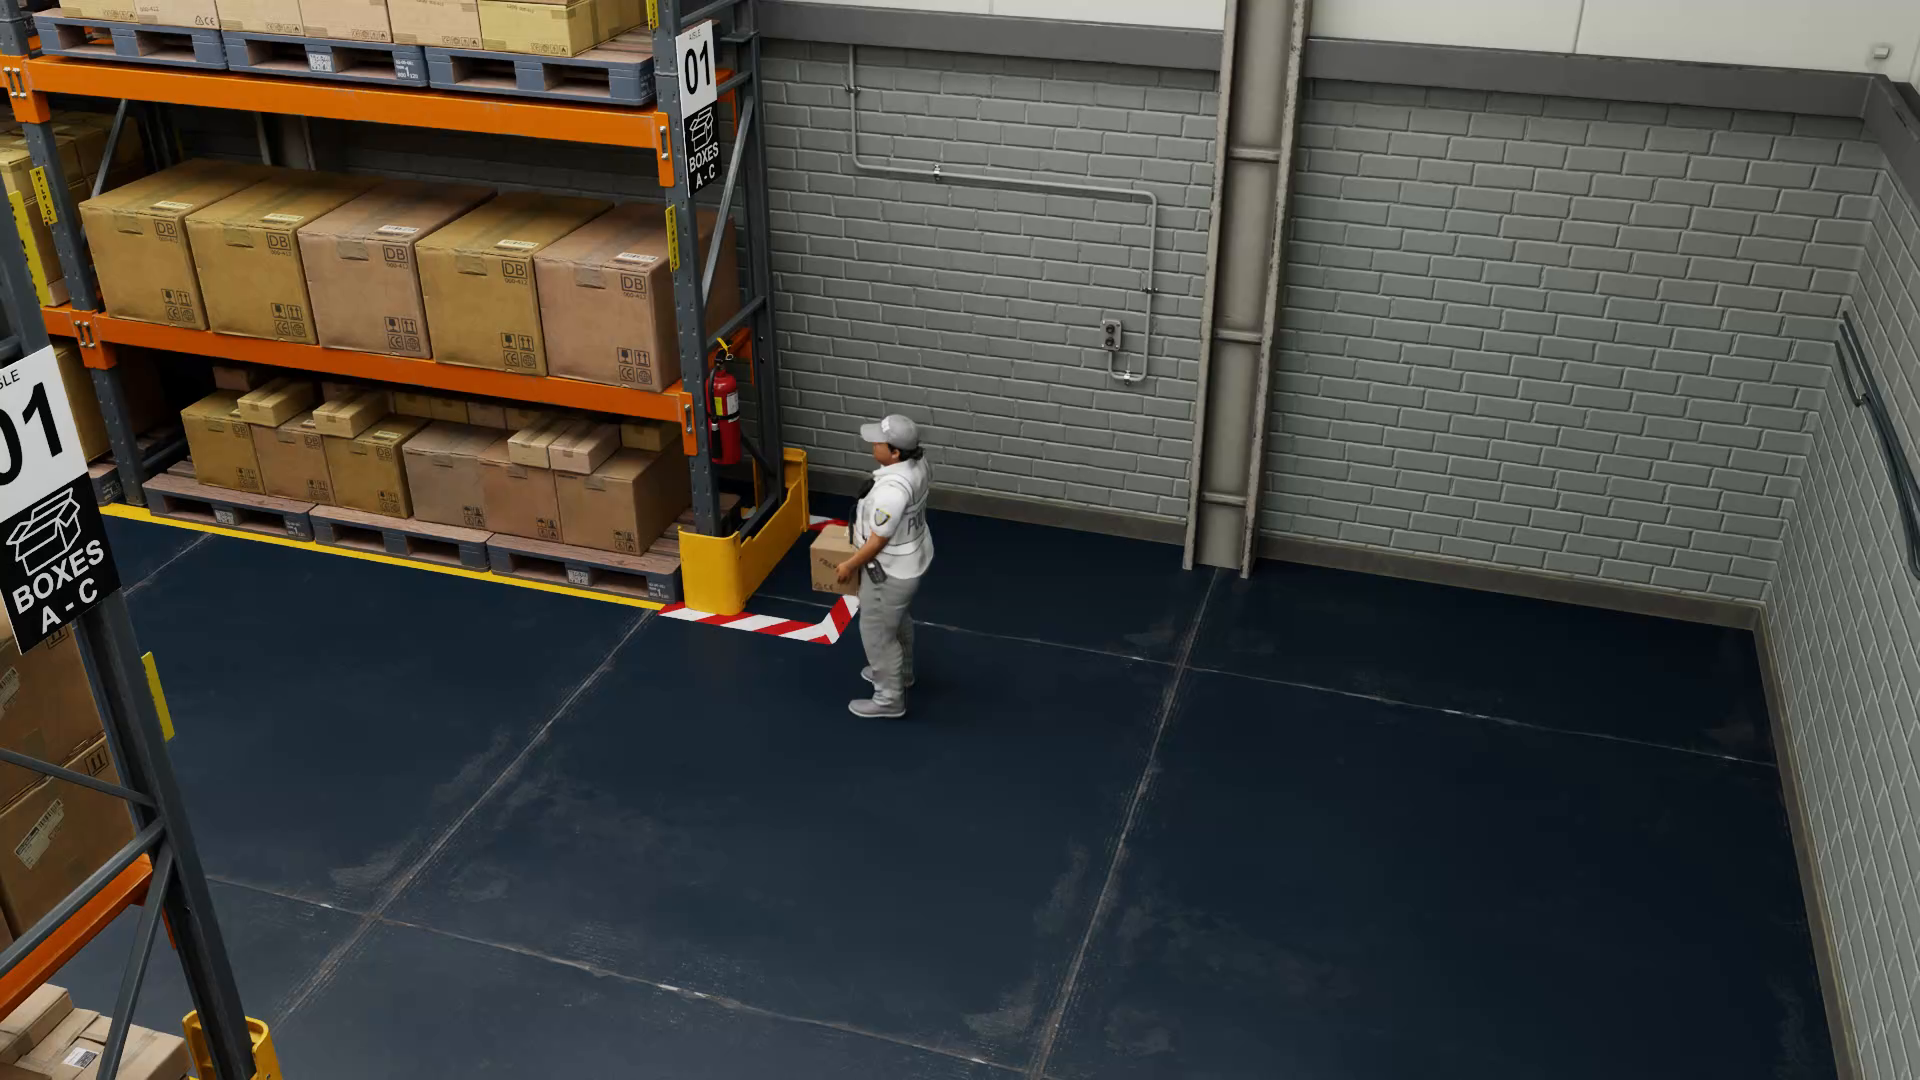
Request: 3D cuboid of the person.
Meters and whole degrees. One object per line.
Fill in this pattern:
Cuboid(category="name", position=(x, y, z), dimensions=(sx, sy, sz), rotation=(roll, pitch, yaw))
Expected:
Cuboid(category="person", position=(-0.374, 0.121, 8.276), dimensions=(0.466, 1.670, 0.528), rotation=(7, 30, 13))
